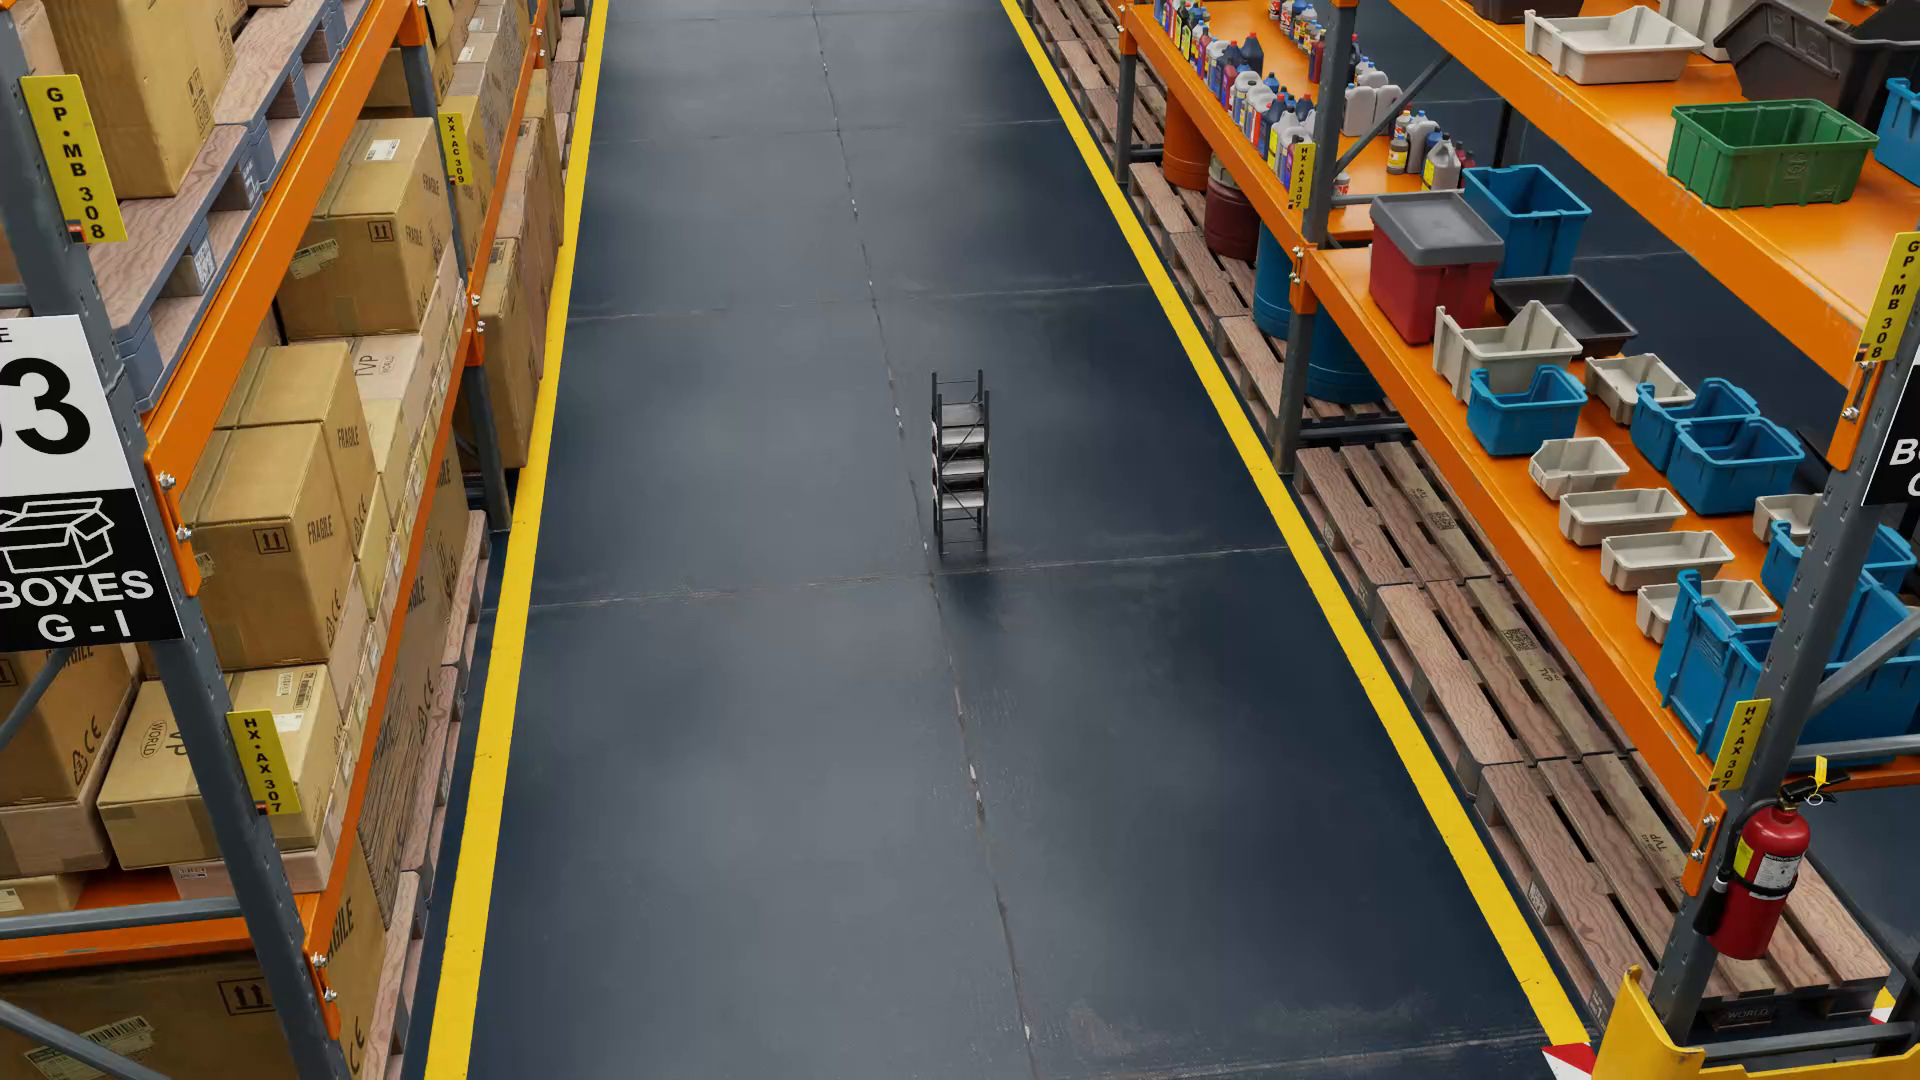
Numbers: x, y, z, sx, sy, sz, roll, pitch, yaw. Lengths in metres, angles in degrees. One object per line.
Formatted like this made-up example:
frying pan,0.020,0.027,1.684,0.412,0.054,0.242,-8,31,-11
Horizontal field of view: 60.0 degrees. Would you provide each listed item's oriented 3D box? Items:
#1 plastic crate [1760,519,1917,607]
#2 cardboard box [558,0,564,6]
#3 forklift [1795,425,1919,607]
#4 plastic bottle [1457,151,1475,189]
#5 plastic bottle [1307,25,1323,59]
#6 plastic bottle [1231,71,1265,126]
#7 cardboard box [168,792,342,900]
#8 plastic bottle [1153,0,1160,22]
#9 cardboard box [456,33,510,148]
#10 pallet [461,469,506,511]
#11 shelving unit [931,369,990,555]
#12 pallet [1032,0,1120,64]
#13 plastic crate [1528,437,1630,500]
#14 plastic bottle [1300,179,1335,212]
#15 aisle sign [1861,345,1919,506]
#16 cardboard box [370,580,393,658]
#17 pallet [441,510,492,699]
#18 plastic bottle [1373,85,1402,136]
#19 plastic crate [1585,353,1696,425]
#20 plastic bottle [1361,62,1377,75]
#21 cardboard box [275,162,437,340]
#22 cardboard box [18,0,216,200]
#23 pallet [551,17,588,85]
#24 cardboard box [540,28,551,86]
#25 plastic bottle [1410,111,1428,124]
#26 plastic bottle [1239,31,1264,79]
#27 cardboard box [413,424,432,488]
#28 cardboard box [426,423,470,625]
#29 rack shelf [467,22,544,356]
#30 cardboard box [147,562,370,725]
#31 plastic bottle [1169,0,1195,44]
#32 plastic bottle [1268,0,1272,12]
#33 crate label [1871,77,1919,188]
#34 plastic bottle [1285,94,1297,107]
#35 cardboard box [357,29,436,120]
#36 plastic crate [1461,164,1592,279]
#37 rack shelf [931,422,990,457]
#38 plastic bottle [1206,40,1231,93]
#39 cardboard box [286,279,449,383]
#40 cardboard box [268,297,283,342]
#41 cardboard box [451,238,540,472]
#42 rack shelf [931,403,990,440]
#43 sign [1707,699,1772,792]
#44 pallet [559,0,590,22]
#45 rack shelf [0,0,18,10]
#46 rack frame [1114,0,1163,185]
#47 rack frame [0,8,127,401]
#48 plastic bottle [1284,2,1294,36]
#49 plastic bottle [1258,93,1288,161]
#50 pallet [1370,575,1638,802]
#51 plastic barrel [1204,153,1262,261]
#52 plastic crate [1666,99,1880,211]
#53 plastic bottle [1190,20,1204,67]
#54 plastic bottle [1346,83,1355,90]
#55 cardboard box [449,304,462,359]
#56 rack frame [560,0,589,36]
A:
plastic crate,2.904,0.101,5.533,0.416,0.233,0.300,-4,35,-6
cardboard box,-3.837,-5.101,14.918,0.500,0.500,0.500,-5,35,-8
forklift,4.835,-0.793,6.810,1.130,2.935,3.031,-2,34,-4
plastic bottle,2.535,-1.834,8.381,0.061,0.283,0.133,-4,35,-6
plastic bottle,2.207,-3.081,10.284,0.097,0.201,0.097,0,34,0
plastic bottle,1.622,-2.479,9.334,0.152,0.276,0.135,-4,35,-6
cardboard box,-1.930,0.843,4.572,0.380,0.149,0.250,-4,34,-6
plastic bottle,1.361,-3.560,10.920,0.152,0.276,0.135,-4,35,-6
cardboard box,-2.771,-2.435,9.070,0.500,0.500,0.500,-4,34,-5
pallet,-2.925,-0.542,8.858,1.003,0.211,1.213,-4,35,-6
shelving unit,0.001,-0.367,7.990,0.258,0.900,0.210,-4,35,-6
pallet,1.229,-4.522,14.698,1.003,0.211,1.213,-4,35,-6
plastic crate,2.265,-0.250,6.134,0.298,0.136,0.250,-4,35,-6
plastic bottle,1.788,-1.789,8.322,0.152,0.276,0.135,-4,35,-6
aisle sign,2.418,-0.425,3.901,0.394,0.787,0.004,-4,35,-6
cardboard box,-2.070,0.270,5.414,0.380,0.149,0.250,-5,35,-7
pallet,-2.722,0.313,7.604,1.003,0.211,1.213,-4,35,-6
plastic bottle,2.352,-2.398,9.215,0.152,0.276,0.135,-4,35,-6
plastic crate,2.693,-0.612,6.665,0.293,0.136,0.466,-4,35,-6
plastic bottle,2.332,-2.592,9.504,0.097,0.271,0.097,0,34,0
cardboard box,-2.357,-1.124,6.440,0.500,0.500,0.500,-4,34,-6
cardboard box,-2.288,-1.143,4.049,0.700,0.500,0.500,-6,35,-8
pallet,-3.717,-4.147,14.148,1.003,0.211,1.213,-4,35,-6
cardboard box,-3.565,-3.648,12.768,0.700,0.500,0.500,-2,34,-2
plastic bottle,2.439,-2.150,8.855,0.097,0.271,0.097,0,34,0
plastic bottle,1.698,-2.814,9.759,0.144,0.351,0.185,-4,35,-6
cardboard box,-2.208,-0.304,6.255,0.380,0.149,0.250,-5,35,-7
cardboard box,-2.737,-0.191,7.381,0.875,0.875,0.875,-4,35,-6
rack shelf,-3.016,-2.089,9.290,1.077,0.370,4.000,-4,35,-6
cardboard box,-2.082,0.323,4.981,0.500,0.250,0.500,-5,35,-7
plastic bottle,1.423,-3.302,10.541,0.152,0.276,0.135,-4,35,-6
plastic bottle,2.100,-3.635,11.025,0.061,0.283,0.133,-4,35,-6
crate label,2.895,-1.130,4.713,0.408,0.251,0.502,-4,35,-6
plastic bottle,1.792,-2.292,9.064,0.097,0.271,0.097,0,34,0
cardboard box,-2.841,-2.082,7.661,0.797,0.503,0.637,-5,35,-8
plastic crate,2.562,-1.428,7.643,0.392,0.384,0.575,-4,35,-6
rack shelf,0.001,-0.489,7.907,0.258,0.077,0.200,-4,35,-6
plastic bottle,1.548,-2.786,9.785,0.152,0.276,0.135,-4,35,-6
cardboard box,-2.355,-0.816,6.652,0.500,0.250,0.500,-3,34,-5
cardboard box,-2.877,-1.079,6.372,0.500,0.500,0.500,-4,35,-6
cardboard box,-2.853,-0.921,8.452,1.225,0.875,0.875,-4,35,-6
rack shelf,0.001,-0.563,7.857,0.258,0.077,0.200,-4,35,-6
sign,2.156,0.570,4.604,0.100,0.325,0.005,-4,35,-6
pallet,-3.948,-4.954,15.332,1.003,0.211,1.213,-4,35,-6
rack shelf,-2.478,-2.170,4.438,1.077,0.370,4.000,-4,35,-6
rack frame,1.623,-3.877,11.276,1.000,3.000,0.127,-4,35,-6
rack frame,-2.209,-1.517,2.485,1.000,3.000,0.127,-4,35,-6
plastic bottle,2.142,-3.353,10.683,0.097,0.201,0.097,0,34,0
plastic bottle,1.688,-2.216,8.882,0.144,0.351,0.185,-4,35,-6
pallet,2.466,0.597,7.186,1.003,0.211,1.213,-4,35,-6
plastic barrel,1.858,-2.152,10.513,0.600,0.588,0.708,-4,35,-6
plastic crate,2.283,-1.094,4.716,0.450,0.188,0.336,-4,35,-6
plastic bottle,1.461,-3.030,10.147,0.097,0.271,0.097,0,34,0
plastic bottle,2.200,-2.476,9.397,0.097,0.201,0.097,0,34,0
cardboard box,-2.346,-0.877,7.096,0.380,0.149,0.250,-4,34,-5
rack frame,-3.823,-5.734,14.001,1.000,3.000,0.127,-4,35,-6
